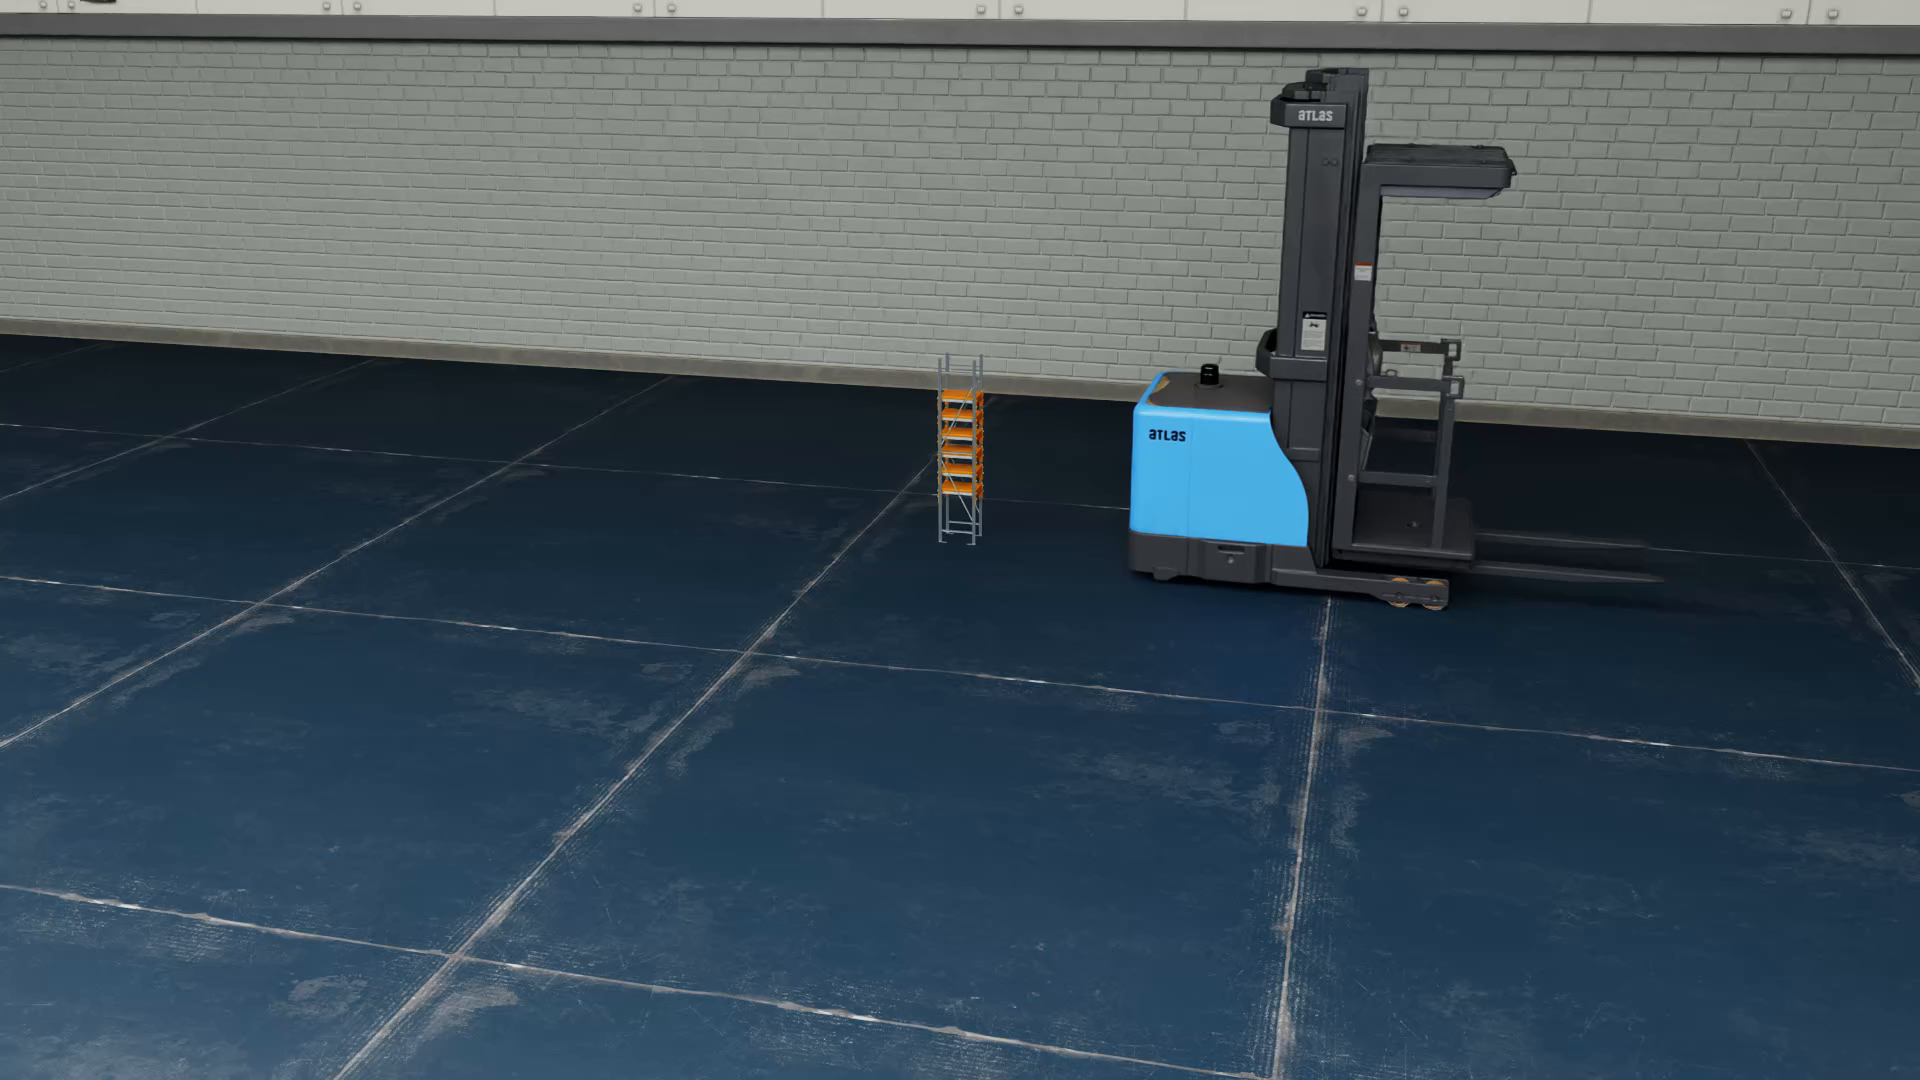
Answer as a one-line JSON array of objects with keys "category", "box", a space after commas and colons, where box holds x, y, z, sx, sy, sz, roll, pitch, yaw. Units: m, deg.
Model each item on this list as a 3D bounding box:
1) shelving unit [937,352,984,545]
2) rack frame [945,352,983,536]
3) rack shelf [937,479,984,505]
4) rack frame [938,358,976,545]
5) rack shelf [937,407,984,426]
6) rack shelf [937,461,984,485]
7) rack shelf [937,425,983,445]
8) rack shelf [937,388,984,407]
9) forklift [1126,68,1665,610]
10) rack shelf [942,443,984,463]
[{"category": "shelving unit", "box": [0.004, -0.572, 10.507, 0.258, 1.200, 0.189, 5, 19, 13]}, {"category": "rack frame", "box": [0.026, -0.601, 10.591, 0.240, 1.200, 0.006, 5, 19, 13]}, {"category": "rack shelf", "box": [0.004, -0.303, 10.599, 0.258, 0.103, 0.180, 5, 19, 13]}, {"category": "rack frame", "box": [-0.019, -0.544, 10.423, 0.240, 1.200, 0.006, 5, 19, 13]}, {"category": "rack shelf", "box": [0.004, -0.757, 10.444, 0.258, 0.103, 0.180, 5, 19, 13]}, {"category": "rack shelf", "box": [0.004, -0.417, 10.560, 0.258, 0.103, 0.180, 5, 19, 13]}, {"category": "rack shelf", "box": [0.004, -0.644, 10.482, 0.258, 0.103, 0.180, 5, 19, 13]}, {"category": "rack shelf", "box": [0.004, -0.871, 10.405, 0.258, 0.103, 0.180, 5, 19, 13]}, {"category": "forklift", "box": [2.574, -1.176, 9.595, 3.031, 2.935, 1.130, 5, 19, 14]}, {"category": "rack shelf", "box": [0.004, -0.530, 10.521, 0.258, 0.103, 0.180, 5, 19, 13]}]
